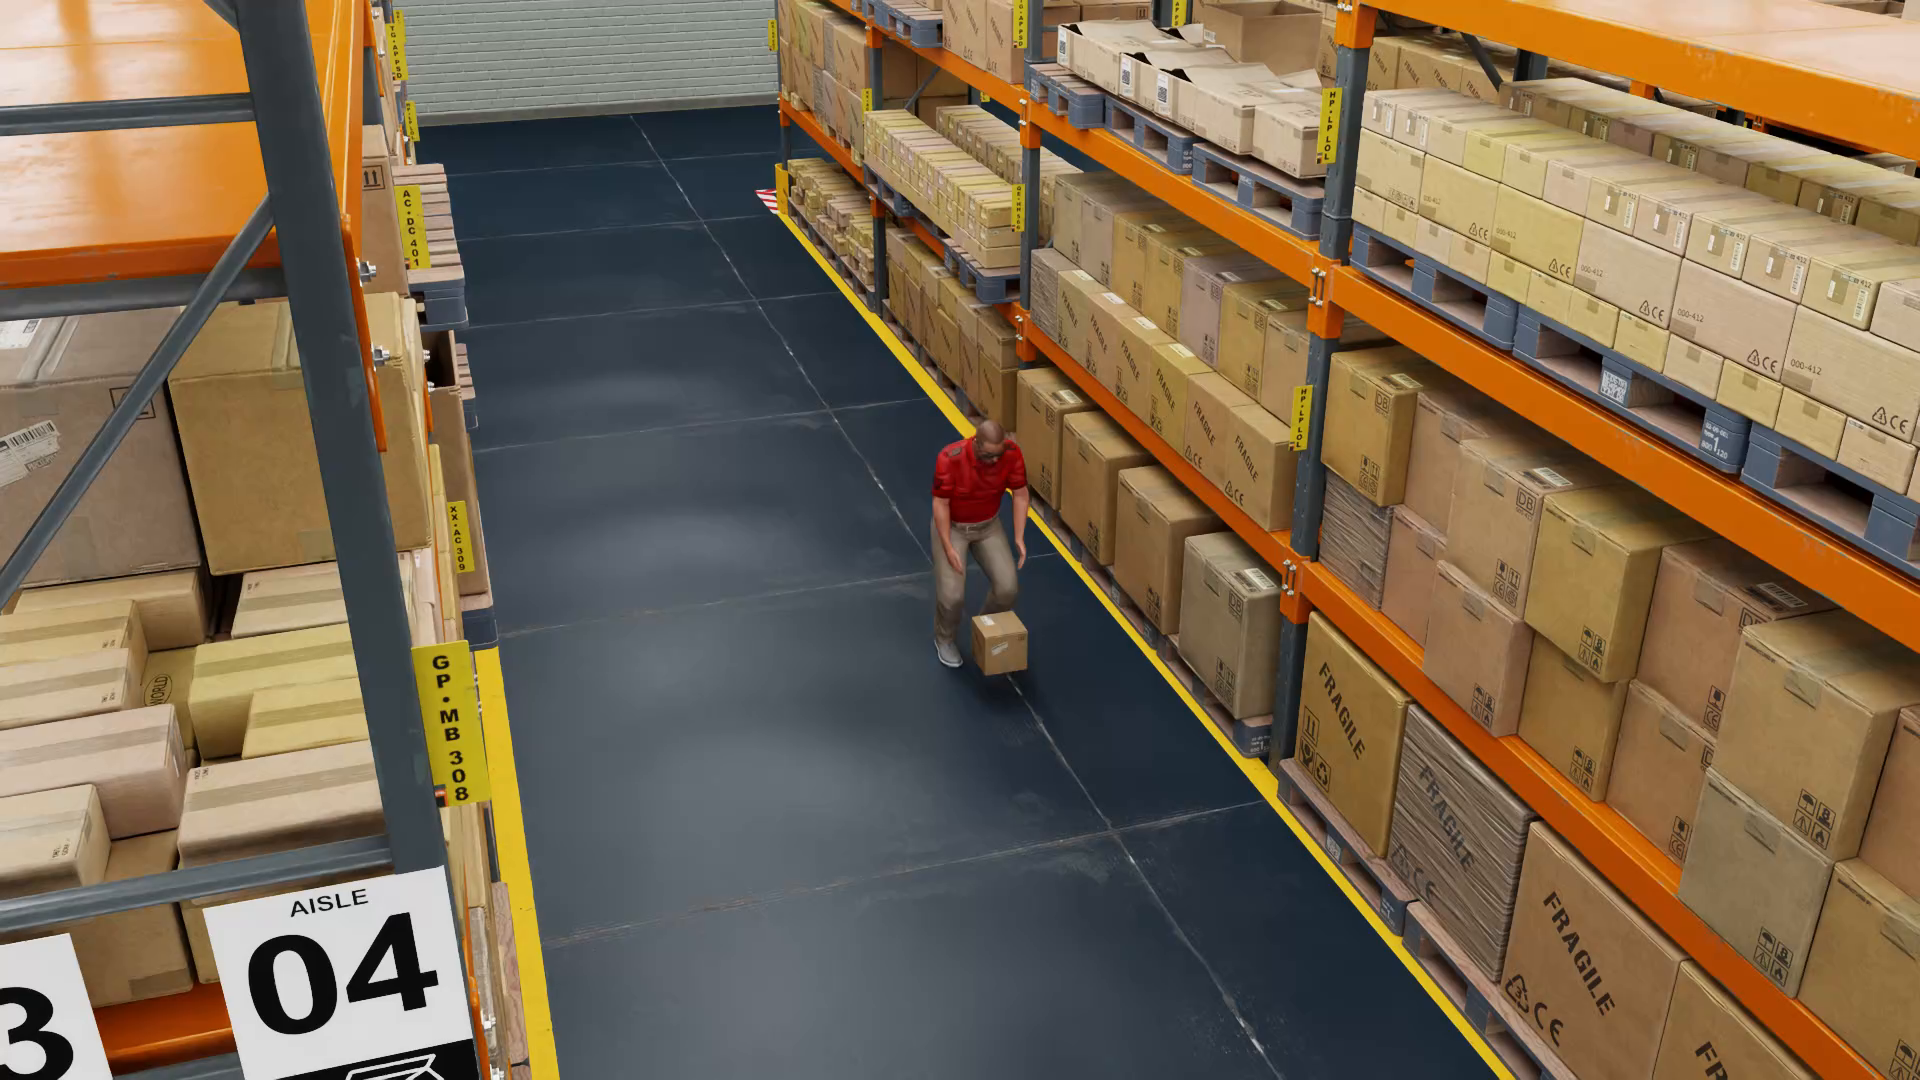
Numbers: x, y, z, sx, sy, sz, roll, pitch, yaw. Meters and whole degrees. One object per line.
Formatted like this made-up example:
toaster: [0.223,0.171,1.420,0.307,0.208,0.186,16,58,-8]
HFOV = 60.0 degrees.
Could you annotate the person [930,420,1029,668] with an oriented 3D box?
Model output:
person: [0.104,-0.028,9.638,0.581,1.566,0.574,-8,27,-15]
